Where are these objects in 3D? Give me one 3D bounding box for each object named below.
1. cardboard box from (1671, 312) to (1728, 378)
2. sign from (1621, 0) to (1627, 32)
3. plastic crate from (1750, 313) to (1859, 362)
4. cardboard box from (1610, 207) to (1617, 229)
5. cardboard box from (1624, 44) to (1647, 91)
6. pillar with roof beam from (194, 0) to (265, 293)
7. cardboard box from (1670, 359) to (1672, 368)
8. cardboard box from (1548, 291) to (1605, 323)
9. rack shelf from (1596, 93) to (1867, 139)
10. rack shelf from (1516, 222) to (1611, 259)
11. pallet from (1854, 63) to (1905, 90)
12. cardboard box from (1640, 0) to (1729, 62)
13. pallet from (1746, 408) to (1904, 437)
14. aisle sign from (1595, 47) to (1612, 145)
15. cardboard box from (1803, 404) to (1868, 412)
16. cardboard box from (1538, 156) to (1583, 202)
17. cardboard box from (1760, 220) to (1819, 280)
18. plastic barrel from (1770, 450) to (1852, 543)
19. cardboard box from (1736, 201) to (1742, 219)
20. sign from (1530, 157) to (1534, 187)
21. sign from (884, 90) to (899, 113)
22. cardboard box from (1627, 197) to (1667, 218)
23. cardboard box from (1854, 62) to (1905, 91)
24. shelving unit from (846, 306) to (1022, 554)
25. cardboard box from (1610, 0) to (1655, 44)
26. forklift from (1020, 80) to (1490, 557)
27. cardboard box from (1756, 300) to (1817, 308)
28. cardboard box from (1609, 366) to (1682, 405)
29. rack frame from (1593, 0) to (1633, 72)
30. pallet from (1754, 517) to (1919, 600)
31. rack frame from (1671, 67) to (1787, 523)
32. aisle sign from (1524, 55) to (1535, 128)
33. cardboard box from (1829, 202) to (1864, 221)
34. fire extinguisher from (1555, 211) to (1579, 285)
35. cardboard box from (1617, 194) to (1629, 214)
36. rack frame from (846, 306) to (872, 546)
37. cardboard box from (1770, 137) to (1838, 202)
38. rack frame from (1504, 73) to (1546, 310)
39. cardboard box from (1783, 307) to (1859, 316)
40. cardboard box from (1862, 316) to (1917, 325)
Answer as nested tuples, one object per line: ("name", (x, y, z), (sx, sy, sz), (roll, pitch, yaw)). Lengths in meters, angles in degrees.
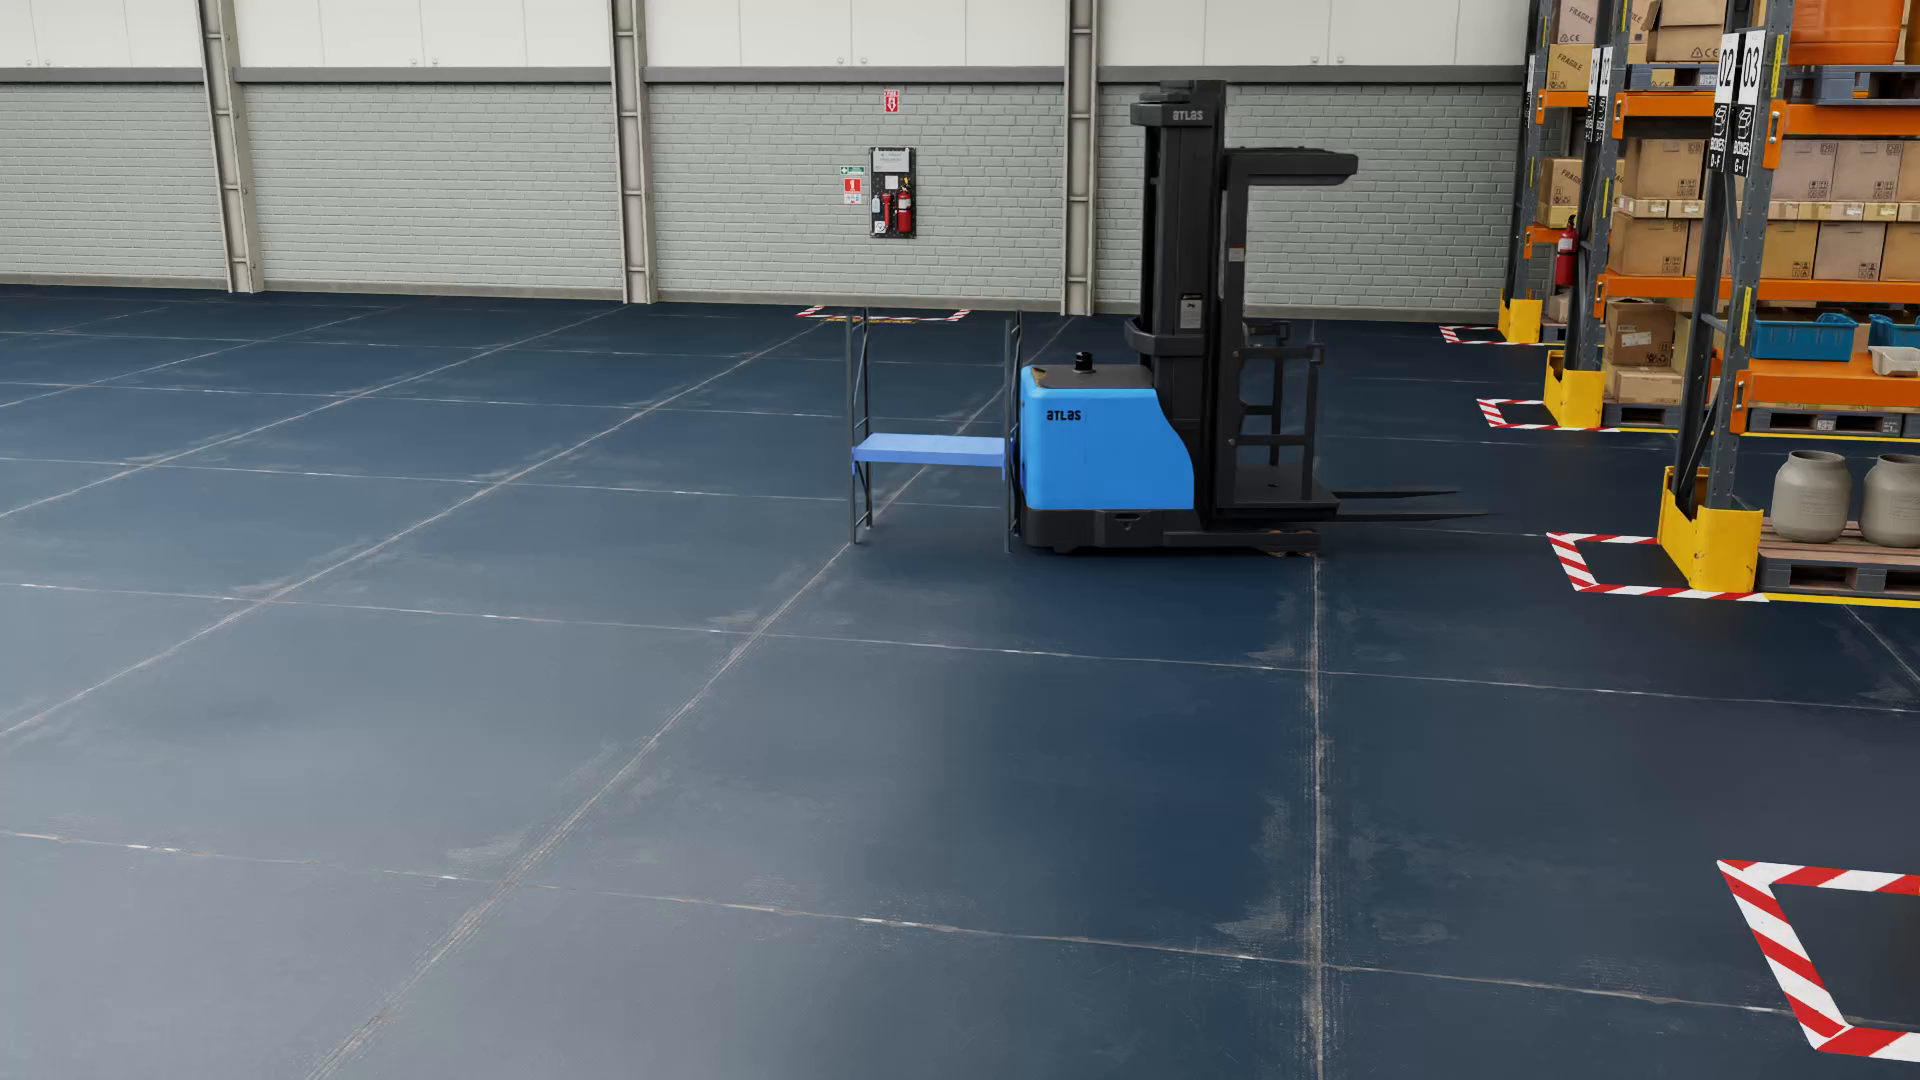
("cardboard box", (6.531, -1.700, 14.470), (0.500, 0.500, 0.500), (3, 16, 11))
("sign", (5.443, -4.334, 13.616), (0.005, 0.325, 0.100), (3, 16, 11))
("plastic crate", (5.118, -1.259, 10.196), (0.616, 0.251, 0.499), (3, 16, 11))
("cardboard box", (7.469, -3.675, 18.883), (0.500, 0.250, 0.500), (3, 16, 9))
("cardboard box", (7.340, -5.253, 18.492), (0.500, 0.500, 0.500), (4, 16, 15))
("pillar with roof beam", (-11.096, -6.782, 18.618), (0.400, 9.000, 9.100), (3, 16, 11))
("cardboard box", (6.636, -1.477, 15.069), (0.500, 0.250, 0.500), (3, 16, 11))
("cardboard box", (7.203, -2.726, 19.428), (0.500, 0.311, 0.500), (1, 16, 5))
("rack shelf", (7.519, -3.567, 13.978), (4.000, 0.370, 1.077), (3, 16, 11))
("rack shelf", (8.502, -3.417, 19.057), (4.000, 0.370, 1.077), (3, 16, 11))
("pallet", (7.446, -3.869, 13.886), (1.213, 0.211, 1.003), (3, 16, 11))
("cardboard box", (6.121, -4.308, 14.063), (0.637, 0.503, 0.797), (4, 16, 15))
("pallet", (7.509, -1.135, 14.695), (1.213, 0.211, 1.003), (3, 16, 11))
("aisle sign", (5.434, -3.751, 14.043), (0.004, 0.787, 0.394), (3, 16, 11))
("cardboard box", (7.510, -1.285, 14.375), (0.500, 0.250, 0.500), (3, 16, 11))
("cardboard box", (7.047, -4.200, 19.373), (0.500, 0.500, 0.500), (3, 16, 10))
("cardboard box", (7.015, -2.540, 14.354), (0.500, 0.500, 0.700), (3, 16, 11))
("plastic barrel", (5.229, -0.267, 10.211), (0.421, 0.512, 0.421), (0, 15, 0))
("cardboard box", (6.651, -2.817, 14.140), (0.250, 0.149, 0.380), (3, 16, 10))
("sign", (6.435, -4.146, 18.717), (0.005, 0.325, 0.100), (3, 16, 11))
("sign", (-0.881, -5.664, 21.477), (0.199, 0.298, 0.001), (3, 16, 11))
("cardboard box", (5.901, -2.858, 14.288), (0.250, 0.149, 0.380), (3, 16, 11))
("cardboard box", (9.916, -5.123, 18.025), (0.500, 0.500, 0.500), (4, 16, 13))
("shelving unit", (-0.159, -0.724, 10.797), (1.048, 1.500, 0.538), (3, 16, 10))
("cardboard box", (7.353, -5.732, 18.348), (0.500, 0.500, 0.500), (3, 16, 10))
("forklift", (1.918, -1.448, 10.730), (3.031, 2.935, 1.130), (0, 15, -1))
("cardboard box", (9.437, -2.710, 19.014), (0.500, 0.500, 0.500), (2, 16, 7))
("cardboard box", (6.040, -1.365, 14.664), (0.500, 0.250, 0.500), (3, 16, 11))
("rack frame", (5.559, -5.465, 13.866), (0.127, 3.000, 1.000), (3, 16, 11))
("pallet", (5.447, 0.101, 10.230), (1.213, 0.211, 1.003), (3, 16, 11))
("rack frame", (4.568, -1.279, 9.989), (0.127, 3.000, 1.000), (3, 16, 11))
("aisle sign", (6.412, -5.049, 18.729), (0.004, 0.787, 0.394), (3, 16, 11))
("cardboard box", (7.407, -2.776, 13.992), (0.250, 0.149, 0.380), (3, 16, 12))
("fire extinguisher", (5.536, -2.665, 15.138), (0.183, 0.674, 0.296), (3, 16, 11))
("cardboard box", (5.972, -2.965, 14.673), (0.250, 0.149, 0.380), (3, 16, 10))
("rack frame", (-0.659, -0.749, 10.885), (0.032, 1.500, 0.500), (3, 16, 10))
("cardboard box", (7.076, -3.164, 14.176), (0.500, 0.500, 0.700), (3, 16, 11))
("rack frame", (6.543, -3.870, 19.345), (0.127, 3.000, 1.000), (3, 16, 11))
("cardboard box", (7.617, -1.786, 14.780), (0.500, 0.500, 0.500), (3, 16, 11))
("cardboard box", (8.003, -1.623, 14.191), (0.500, 0.500, 0.500), (3, 16, 11))
